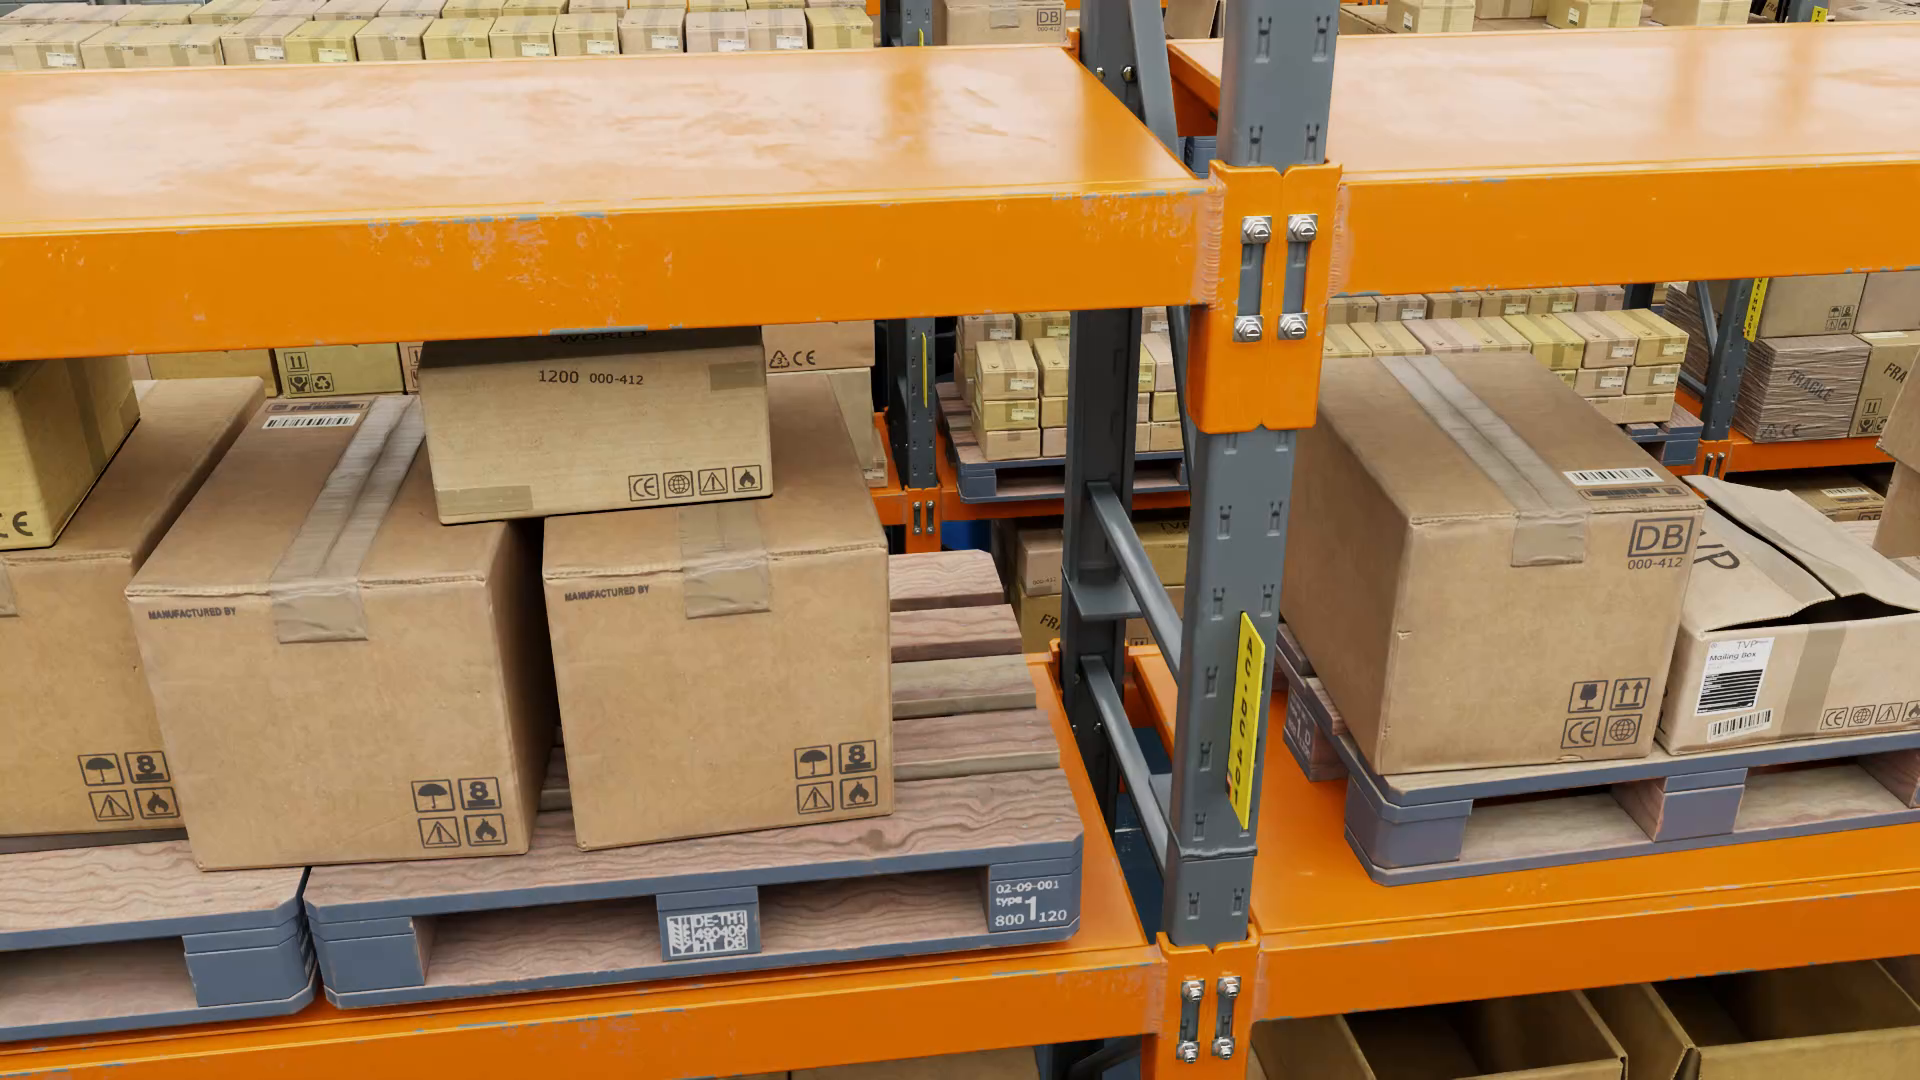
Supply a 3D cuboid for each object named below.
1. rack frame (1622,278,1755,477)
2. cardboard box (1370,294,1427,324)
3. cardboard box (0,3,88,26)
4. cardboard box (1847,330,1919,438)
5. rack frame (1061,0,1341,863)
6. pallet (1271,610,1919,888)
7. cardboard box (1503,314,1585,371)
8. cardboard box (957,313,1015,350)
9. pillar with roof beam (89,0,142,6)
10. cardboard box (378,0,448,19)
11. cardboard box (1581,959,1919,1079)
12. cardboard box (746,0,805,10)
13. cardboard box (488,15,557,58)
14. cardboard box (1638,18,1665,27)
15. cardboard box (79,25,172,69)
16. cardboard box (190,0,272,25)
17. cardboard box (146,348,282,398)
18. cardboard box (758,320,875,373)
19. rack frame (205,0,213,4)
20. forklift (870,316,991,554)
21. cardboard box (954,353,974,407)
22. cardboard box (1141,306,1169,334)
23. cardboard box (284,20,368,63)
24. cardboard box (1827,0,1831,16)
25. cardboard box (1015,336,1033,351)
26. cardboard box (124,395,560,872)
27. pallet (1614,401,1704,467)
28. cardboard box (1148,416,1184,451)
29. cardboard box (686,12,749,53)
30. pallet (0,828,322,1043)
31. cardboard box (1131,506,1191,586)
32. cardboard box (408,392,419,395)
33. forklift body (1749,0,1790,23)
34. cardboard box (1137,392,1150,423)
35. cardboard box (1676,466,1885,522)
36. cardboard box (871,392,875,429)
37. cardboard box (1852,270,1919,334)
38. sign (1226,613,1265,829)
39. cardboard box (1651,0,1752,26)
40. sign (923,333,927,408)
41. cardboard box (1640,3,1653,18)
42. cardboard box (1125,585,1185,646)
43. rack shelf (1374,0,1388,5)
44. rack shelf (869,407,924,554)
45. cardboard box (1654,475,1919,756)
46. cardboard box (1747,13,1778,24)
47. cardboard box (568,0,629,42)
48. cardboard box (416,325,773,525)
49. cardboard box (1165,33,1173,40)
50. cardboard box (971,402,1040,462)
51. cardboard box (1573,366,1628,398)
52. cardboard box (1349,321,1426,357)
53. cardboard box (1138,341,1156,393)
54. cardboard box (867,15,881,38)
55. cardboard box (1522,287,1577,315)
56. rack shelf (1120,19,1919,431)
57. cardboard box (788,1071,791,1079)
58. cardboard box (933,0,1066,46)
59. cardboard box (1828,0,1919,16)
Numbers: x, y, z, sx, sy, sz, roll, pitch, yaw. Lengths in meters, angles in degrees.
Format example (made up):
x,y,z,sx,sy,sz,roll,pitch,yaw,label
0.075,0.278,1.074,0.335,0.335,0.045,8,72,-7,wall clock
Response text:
x,y,z,sx,sy,sz,roll,pitch,yaw,label
3.718,-0.881,8.680,0.127,3.000,1.000,-4,27,-7,rack frame
2.194,-1.212,8.490,0.250,0.149,0.380,-2,27,-5,cardboard box
-3.916,-2.193,7.133,0.250,0.149,0.380,-4,27,-8,cardboard box
4.703,-0.865,8.541,0.500,0.500,0.500,-4,27,-8,cardboard box
0.348,-1.047,2.432,0.127,3.000,1.000,-4,27,-7,rack frame
1.249,0.293,3.318,1.217,0.209,0.805,-5,28,-9,pallet
2.788,-0.950,7.980,0.250,0.149,0.380,-3,27,-6,cardboard box
0.127,-1.080,8.232,0.250,0.149,0.380,-2,27,-5,cardboard box
-7.885,-5.806,11.707,0.400,9.000,9.100,-4,27,-7,pillar with roof beam
-2.389,-2.281,7.304,0.250,0.149,0.380,-4,27,-9,cardboard box
1.660,1.049,3.711,0.637,0.503,0.797,-3,27,-7,cardboard box
-0.839,-2.382,7.502,0.250,0.149,0.380,-5,28,-9,cardboard box
-1.792,-2.056,6.866,0.250,0.149,0.380,-4,27,-7,cardboard box
3.188,-2.108,7.678,0.500,0.500,0.500,-4,27,-7,cardboard box
-3.318,-1.949,6.658,0.250,0.149,0.380,-4,27,-7,cardboard box
-3.157,-2.247,7.238,0.250,0.149,0.380,-3,27,-6,cardboard box
-3.224,-0.937,7.260,0.500,0.500,0.500,-3,27,-6,cardboard box
-0.671,-1.096,7.569,0.500,0.500,0.500,-5,28,-9,cardboard box
-4.994,-2.603,12.037,0.127,3.000,1.000,-4,27,-7,rack frame
-0.339,-1.588,10.134,1.130,2.935,3.031,-17,32,-30,forklift
0.122,-0.816,8.370,0.250,0.149,0.380,-4,27,-8,cardboard box
0.909,-1.129,8.329,0.250,0.149,0.380,-4,27,-7,cardboard box
-2.562,-2.002,6.761,0.250,0.149,0.380,-3,27,-6,cardboard box
9.189,-5.730,18.022,0.500,0.500,0.500,-3,27,-5,cardboard box
0.384,-0.965,8.335,0.250,0.149,0.380,-3,27,-7,cardboard box
-0.952,0.121,2.763,0.500,0.500,0.700,-2,27,-4,cardboard box
3.027,-0.702,8.542,1.003,0.211,1.213,-4,27,-7,pallet
0.982,-0.568,7.887,0.250,0.149,0.380,-3,27,-7,cardboard box
-1.011,-2.094,6.940,0.250,0.149,0.380,-4,27,-7,cardboard box
-1.669,0.451,2.897,1.213,0.211,1.003,-4,27,-7,pallet
1.052,0.003,8.415,0.500,0.250,0.500,-3,27,-6,cardboard box
-2.204,-0.558,7.617,0.500,0.500,0.500,-4,27,-8,cardboard box
8.531,-4.541,16.745,1.214,2.155,2.313,-4,27,-7,forklift body
0.723,-0.685,7.788,0.250,0.149,0.380,-3,27,-6,cardboard box
4.333,-0.064,9.094,0.750,0.750,1.050,-4,27,-8,cardboard box
-0.569,-0.644,8.495,0.250,0.149,0.380,-3,27,-5,cardboard box
4.664,-1.427,8.540,0.500,0.500,0.700,-4,27,-8,cardboard box
0.427,0.274,2.492,0.005,0.325,0.100,-4,27,-7,sign
3.353,-2.457,7.519,0.258,0.266,0.396,-4,27,-7,cardboard box
-0.160,-0.766,7.510,0.005,0.325,0.100,-4,27,-7,sign
3.115,-2.344,8.136,0.500,0.500,0.500,-4,27,-7,cardboard box
1.049,0.338,8.584,0.500,0.500,0.500,-2,27,-5,cardboard box
4.909,-4.254,12.756,4.000,0.370,1.077,-4,27,-7,rack shelf
-2.224,-0.179,8.101,4.000,0.370,1.077,-4,27,-7,rack shelf
1.447,0.112,3.098,0.500,0.311,0.500,-5,28,-9,cardboard box
6.374,-4.148,13.443,0.250,0.149,0.380,-4,27,-7,cardboard box
-1.597,-2.319,7.379,0.250,0.149,0.380,-5,28,-9,cardboard box
-0.584,-0.265,2.694,0.500,0.250,0.500,-5,28,-10,cardboard box
1.401,-3.618,12.812,0.500,0.500,0.500,-3,27,-6,cardboard box
0.211,-0.518,7.790,0.250,0.149,0.380,-5,28,-10,cardboard box
3.028,-0.833,8.077,0.250,0.149,0.380,-3,27,-5,cardboard box
2.016,-0.901,7.883,0.250,0.149,0.380,-2,27,-5,cardboard box
0.740,-0.819,7.723,0.250,0.149,0.380,-3,27,-7,cardboard box
-0.705,-5.295,16.714,0.500,0.500,0.700,-3,27,-7,cardboard box
2.967,-1.260,8.584,0.250,0.149,0.380,-4,27,-9,cardboard box
2.328,-0.676,2.936,4.000,0.370,1.077,-4,27,-7,rack shelf
-0.162,1.138,3.763,0.500,0.500,0.500,-4,27,-7,cardboard box
0.147,-2.166,7.331,0.500,0.500,0.700,-4,27,-7,cardboard box
4.711,-2.609,8.291,0.500,0.311,0.500,-4,27,-7,cardboard box
